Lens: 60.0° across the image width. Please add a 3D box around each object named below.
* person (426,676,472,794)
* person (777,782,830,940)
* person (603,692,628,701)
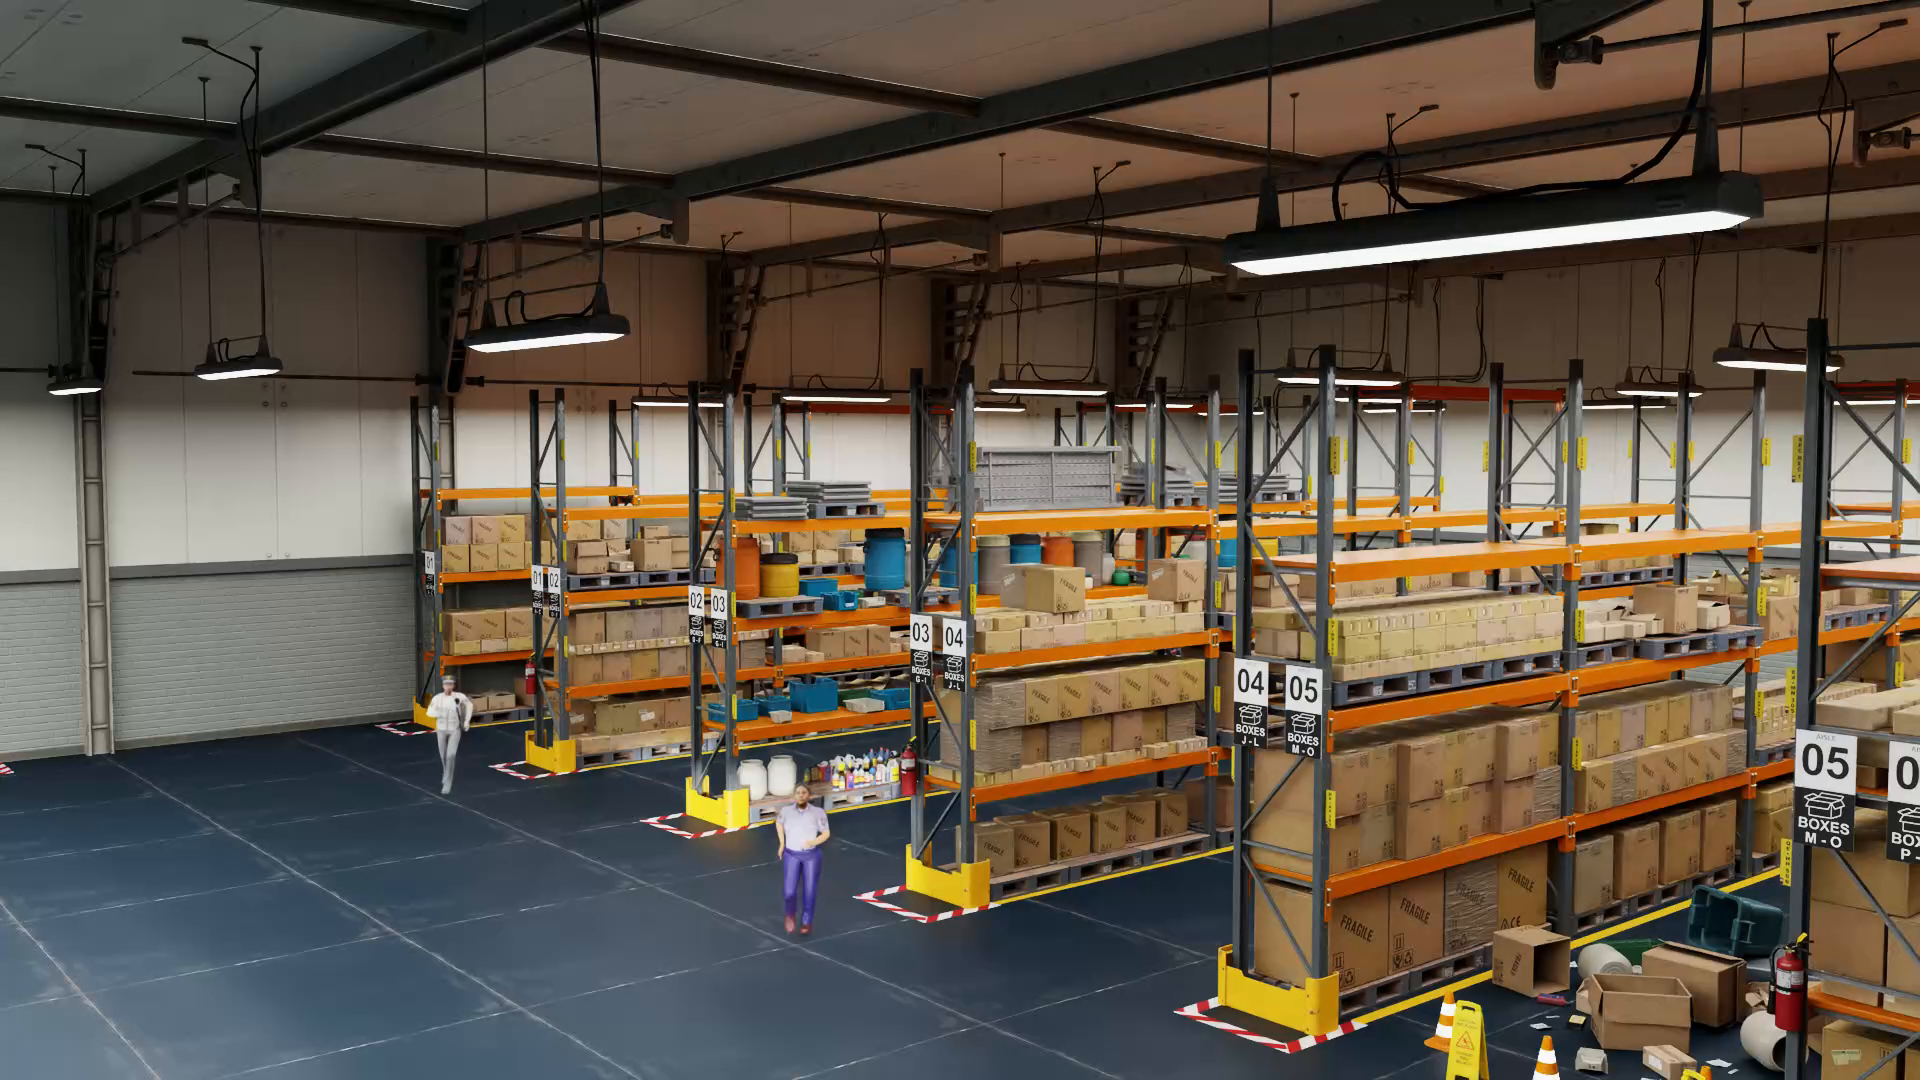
[{"bbox_3d":[-7.573,2.839,24.632,0.607,1.685,0.925,0,3,-5],"label":"person"},{"bbox_3d":[-1.636,3.335,17.259,0.582,1.626,0.642,0,3,1],"label":"person"},{"bbox_3d":[-5.930,2.614,28.860,0.816,1.711,0.545,-3,5,-42],"label":"person"}]
